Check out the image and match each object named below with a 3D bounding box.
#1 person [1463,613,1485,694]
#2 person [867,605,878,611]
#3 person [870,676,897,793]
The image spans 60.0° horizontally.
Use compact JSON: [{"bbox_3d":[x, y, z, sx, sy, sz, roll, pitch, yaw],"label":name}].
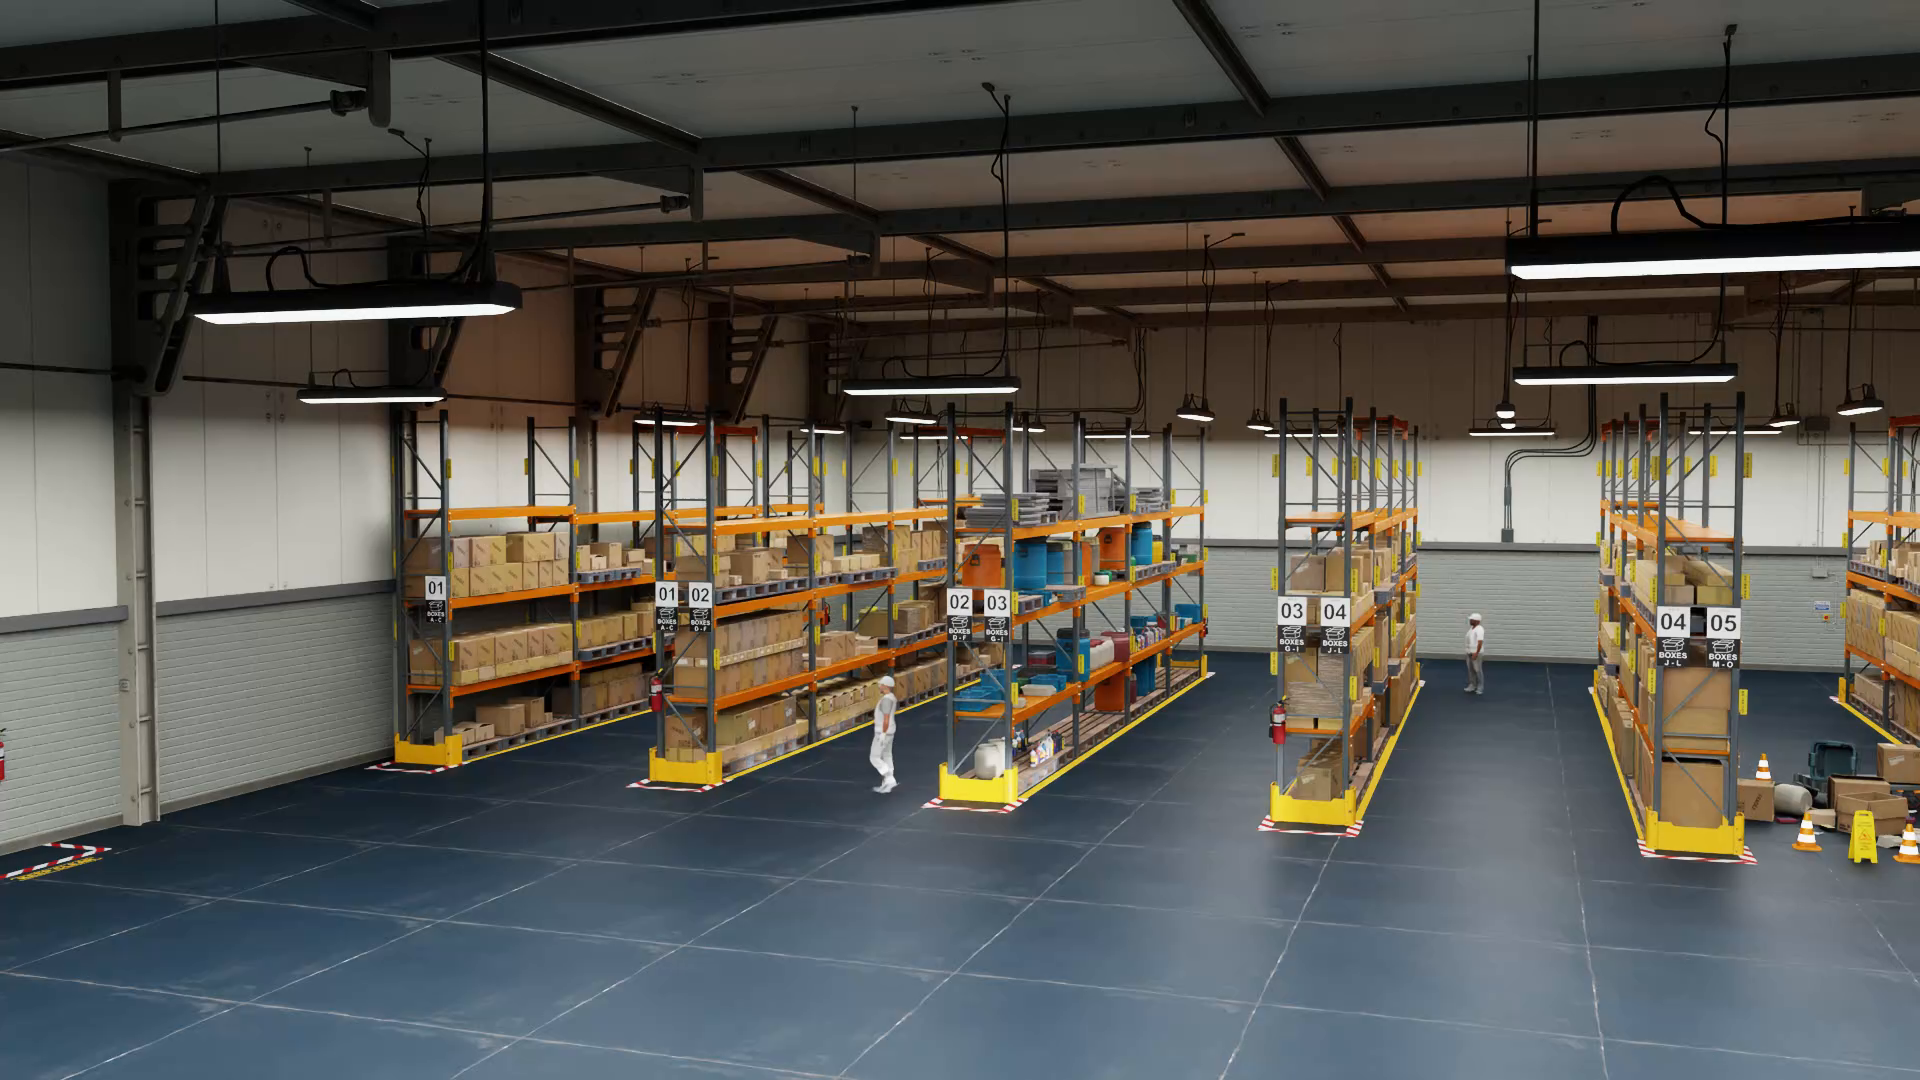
[{"bbox_3d":[11.514,2.542,37.205,0.427,1.804,0.581,-1,3,-20],"label":"person"},{"bbox_3d":[-1.972,2.423,39.687,0.602,1.728,0.606,-2,3,-35],"label":"person"},{"bbox_3d":[-1.155,2.997,25.658,0.414,1.794,0.608,0,2,9],"label":"person"}]
